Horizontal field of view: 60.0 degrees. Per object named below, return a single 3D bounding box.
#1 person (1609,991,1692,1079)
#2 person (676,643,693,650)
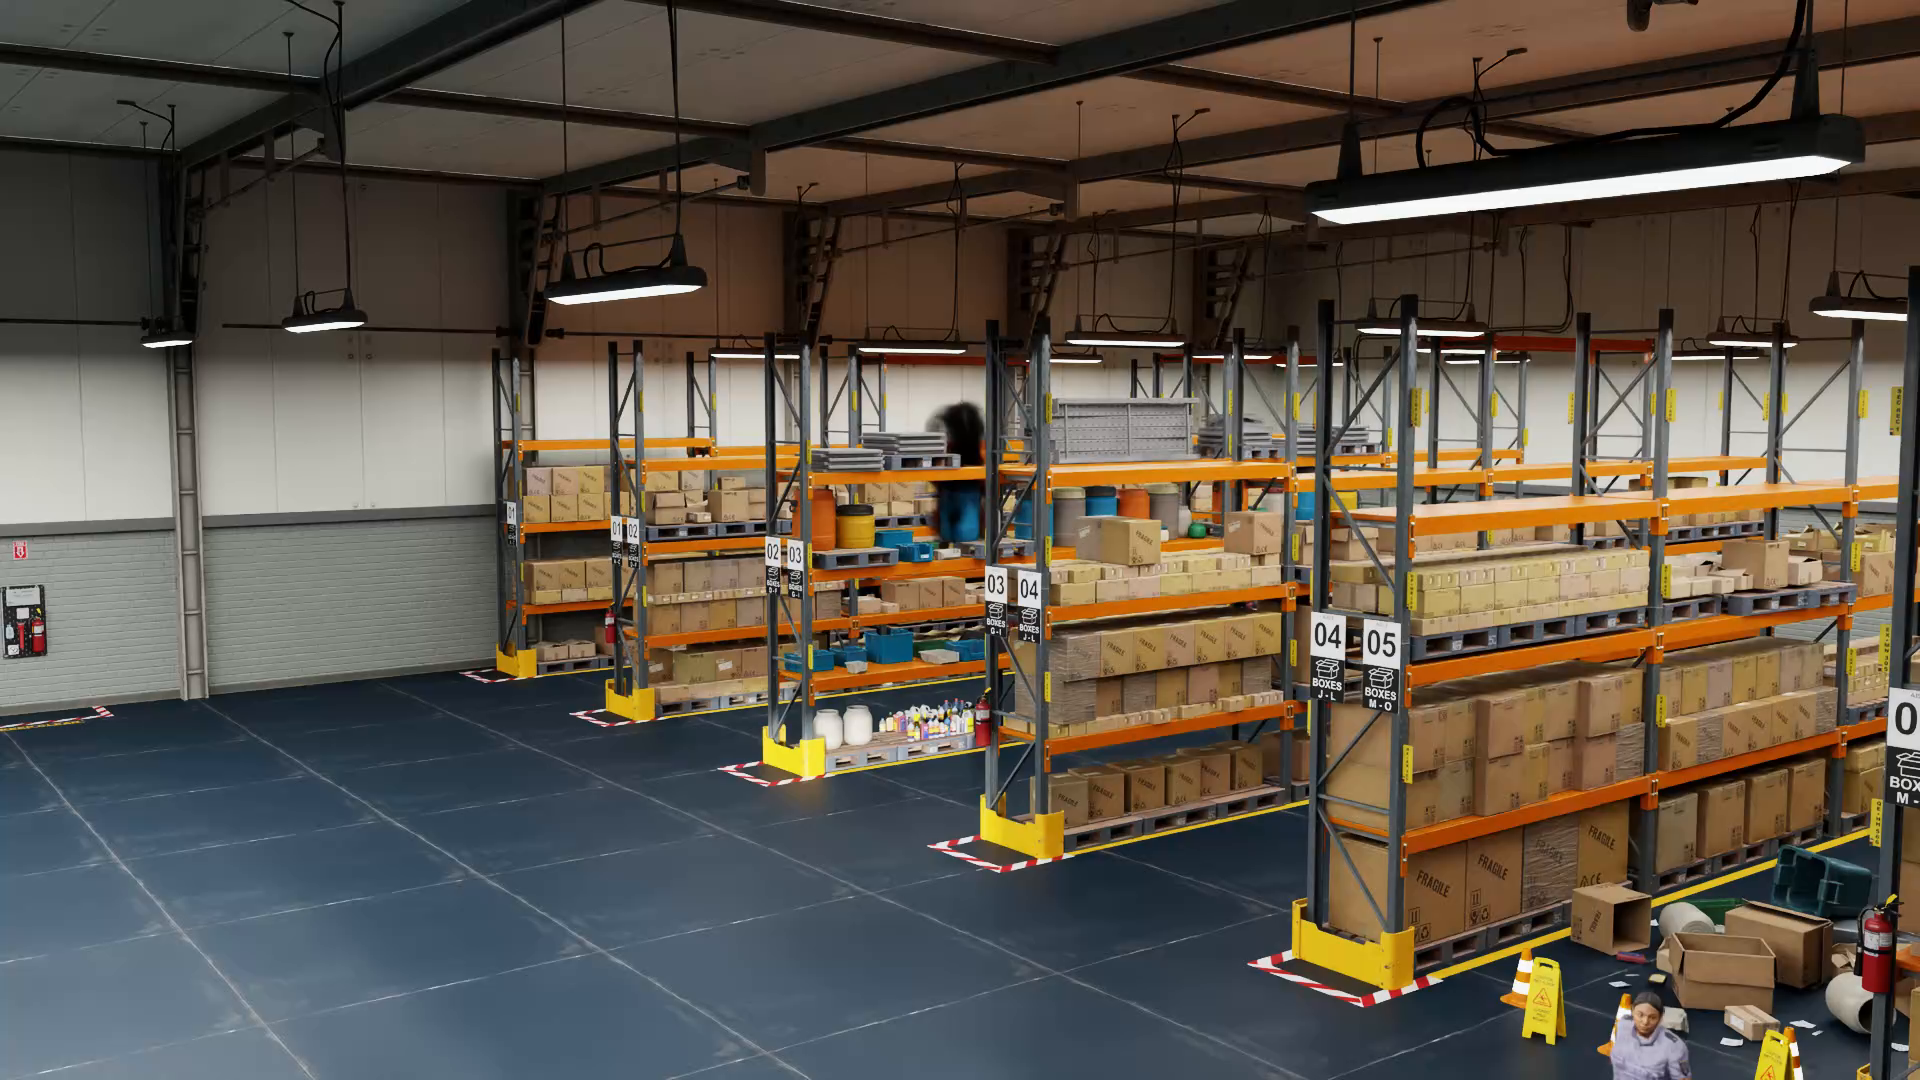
[{"bbox_3d":[4.175,3.486,10.159,0.621,1.597,0.660,5,7,42],"label":"person"},{"bbox_3d":[-5.002,1.636,29.898,0.723,1.744,1.027,2,5,18],"label":"person"}]
